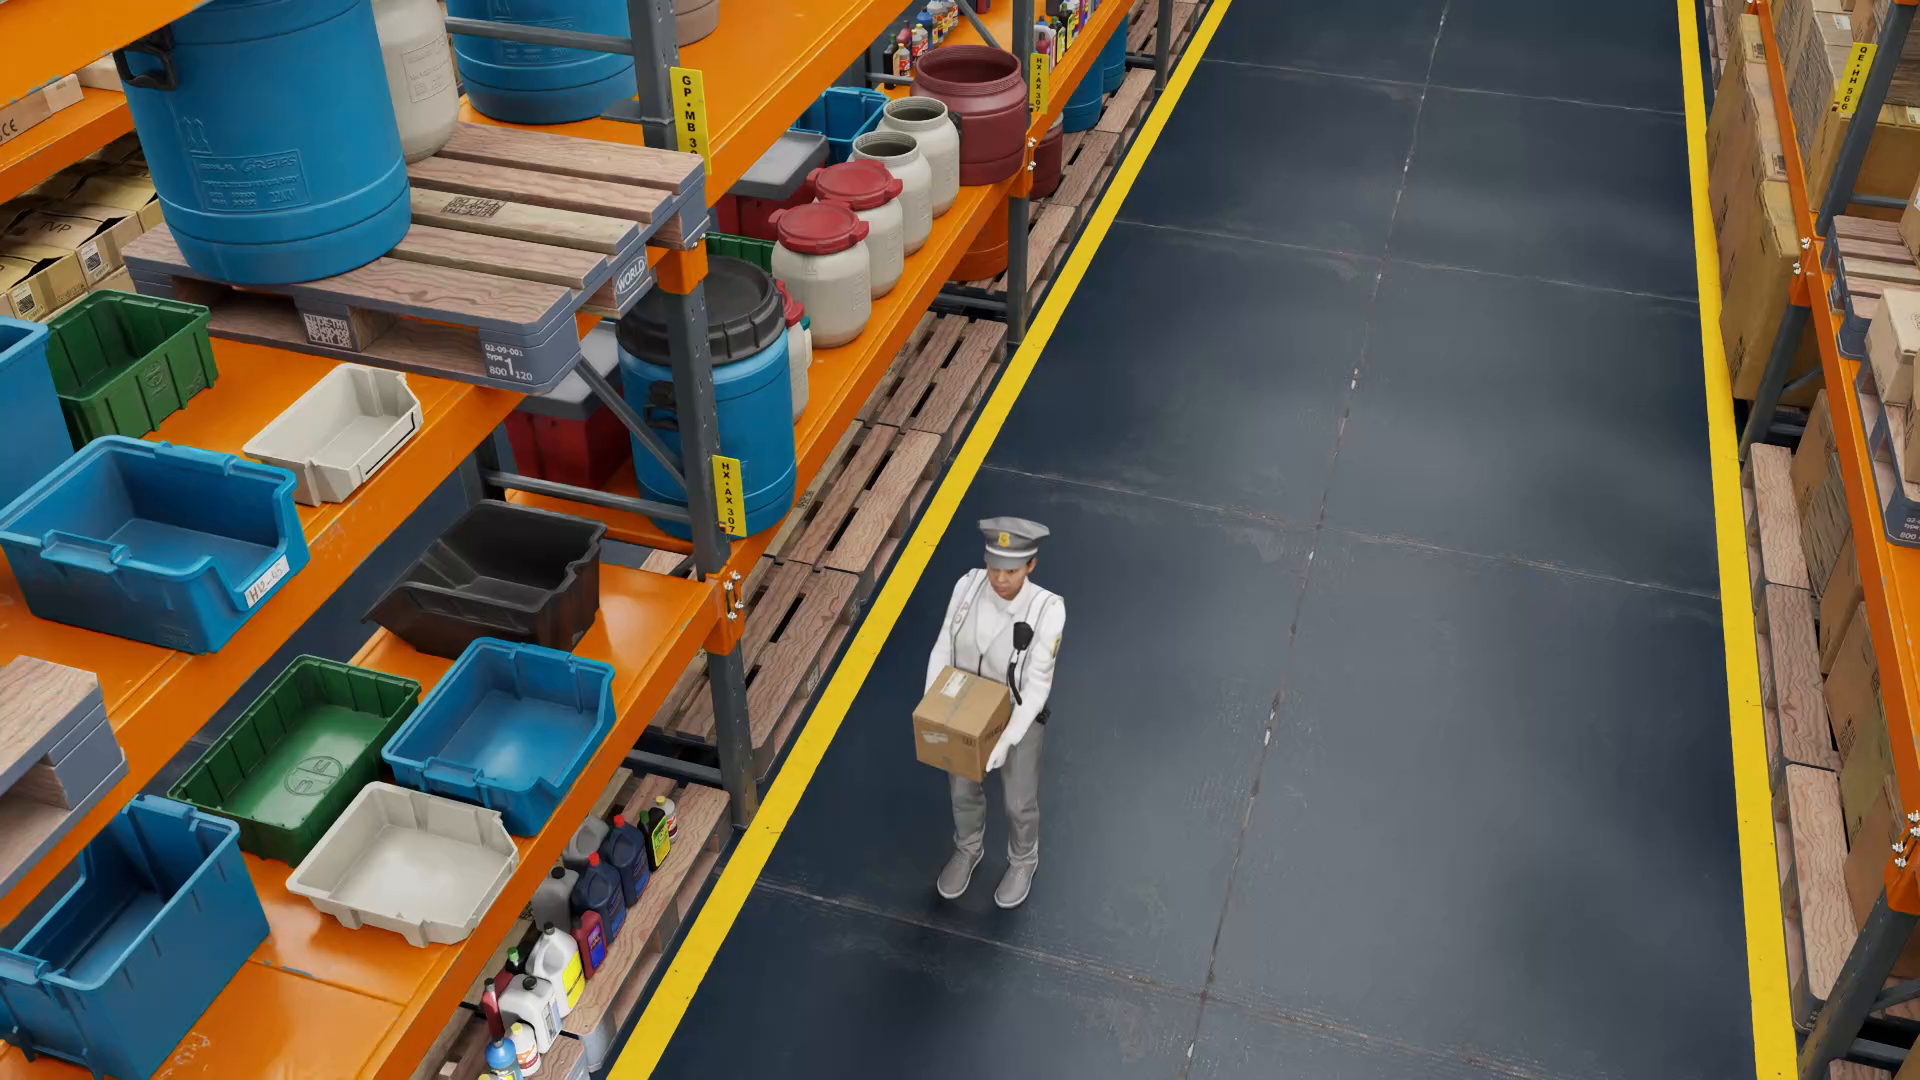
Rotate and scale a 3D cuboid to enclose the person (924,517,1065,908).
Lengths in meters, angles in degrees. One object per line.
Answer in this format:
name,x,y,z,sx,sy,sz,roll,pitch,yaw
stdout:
person,0.099,0.663,6.001,0.459,1.687,0.554,17,41,21
